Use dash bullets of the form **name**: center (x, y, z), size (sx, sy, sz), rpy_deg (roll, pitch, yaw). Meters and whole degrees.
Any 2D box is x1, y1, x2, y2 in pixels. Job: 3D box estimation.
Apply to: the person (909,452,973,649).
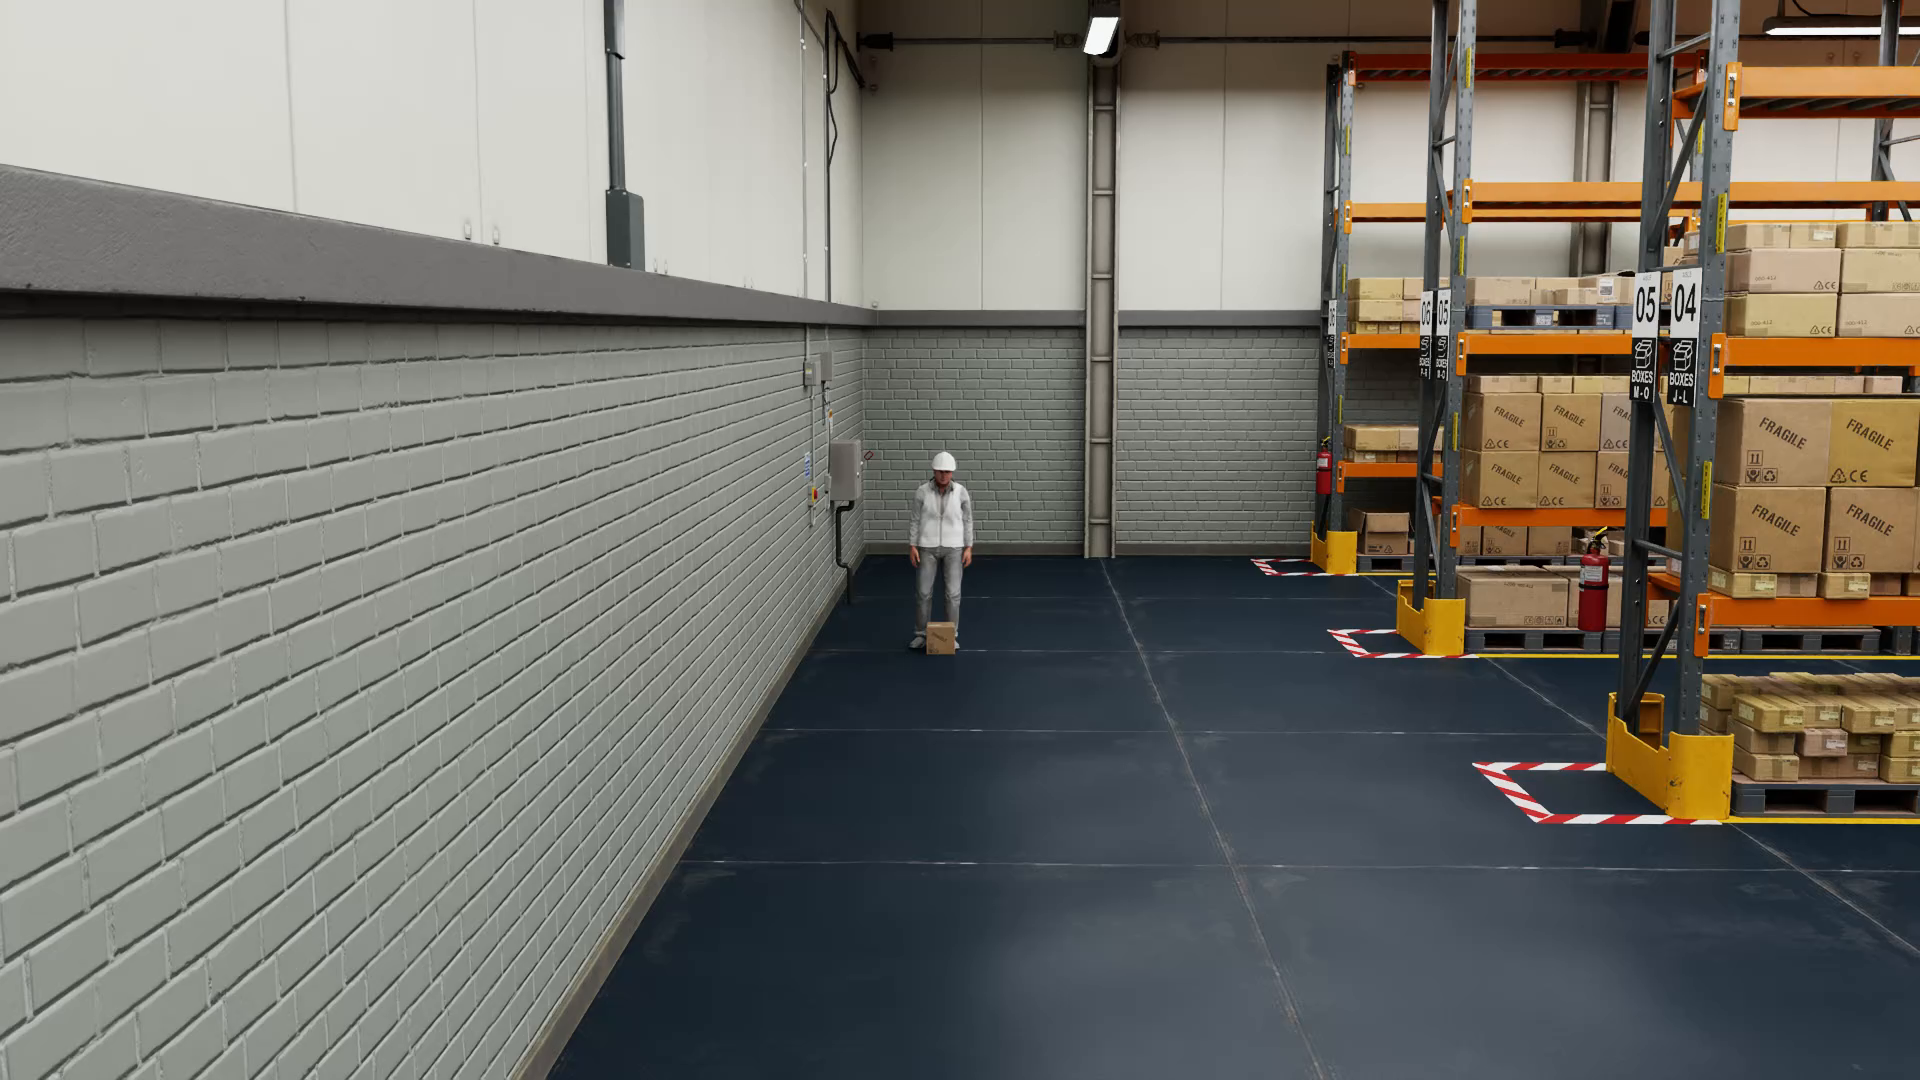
- **person**: center (-0.172, 0.088, 14.968), size (0.583, 1.770, 0.476), rpy_deg (0, 7, -2)
